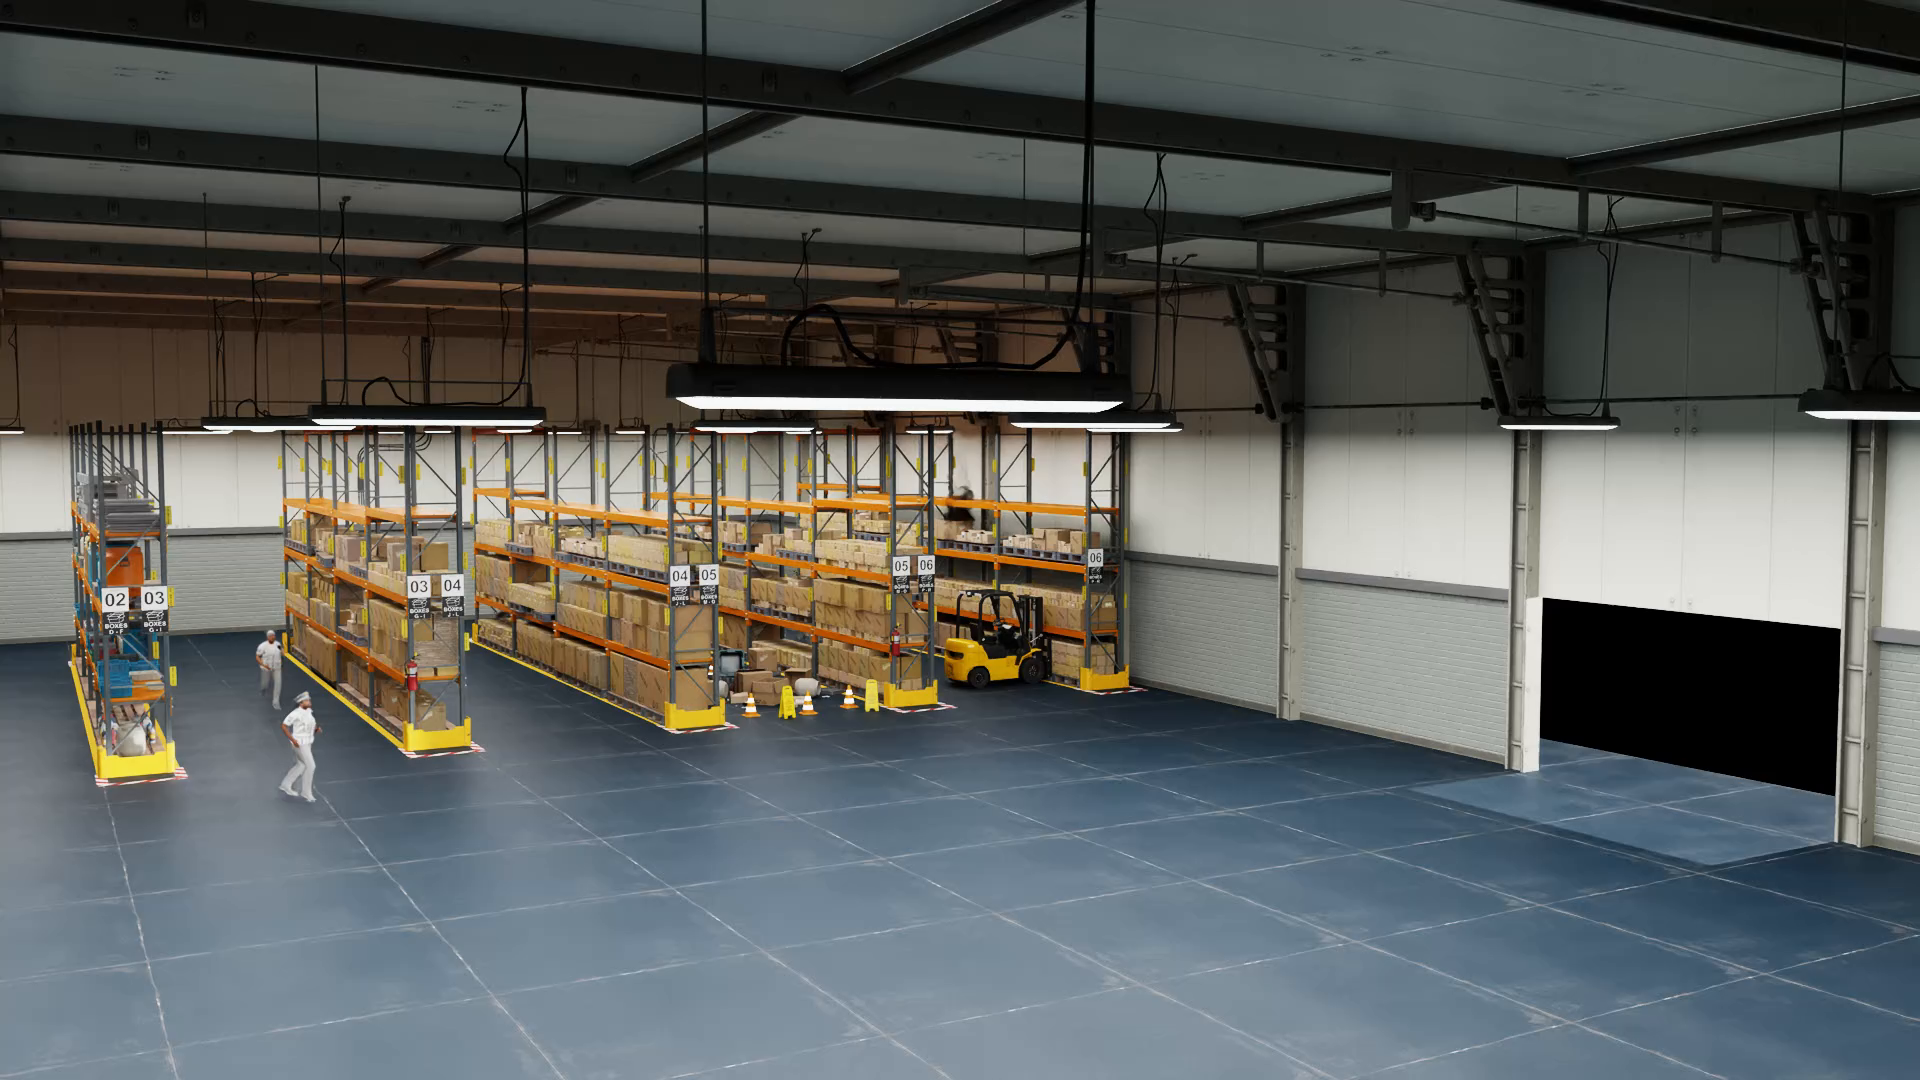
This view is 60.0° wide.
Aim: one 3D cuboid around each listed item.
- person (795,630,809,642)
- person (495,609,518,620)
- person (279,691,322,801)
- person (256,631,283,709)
[{"bbox_3d":[-4.415,2.016,45.891,0.625,1.825,1.096,-2,4,-34],"label":"person"},{"bbox_3d":[-13.127,1.960,48.292,0.771,1.645,0.719,0,4,0],"label":"person"},{"bbox_3d":[-10.450,3.267,26.302,0.708,1.769,0.601,0,4,6],"label":"person"},{"bbox_3d":[-14.658,2.747,35.349,0.587,1.656,0.973,-2,4,-33],"label":"person"}]
